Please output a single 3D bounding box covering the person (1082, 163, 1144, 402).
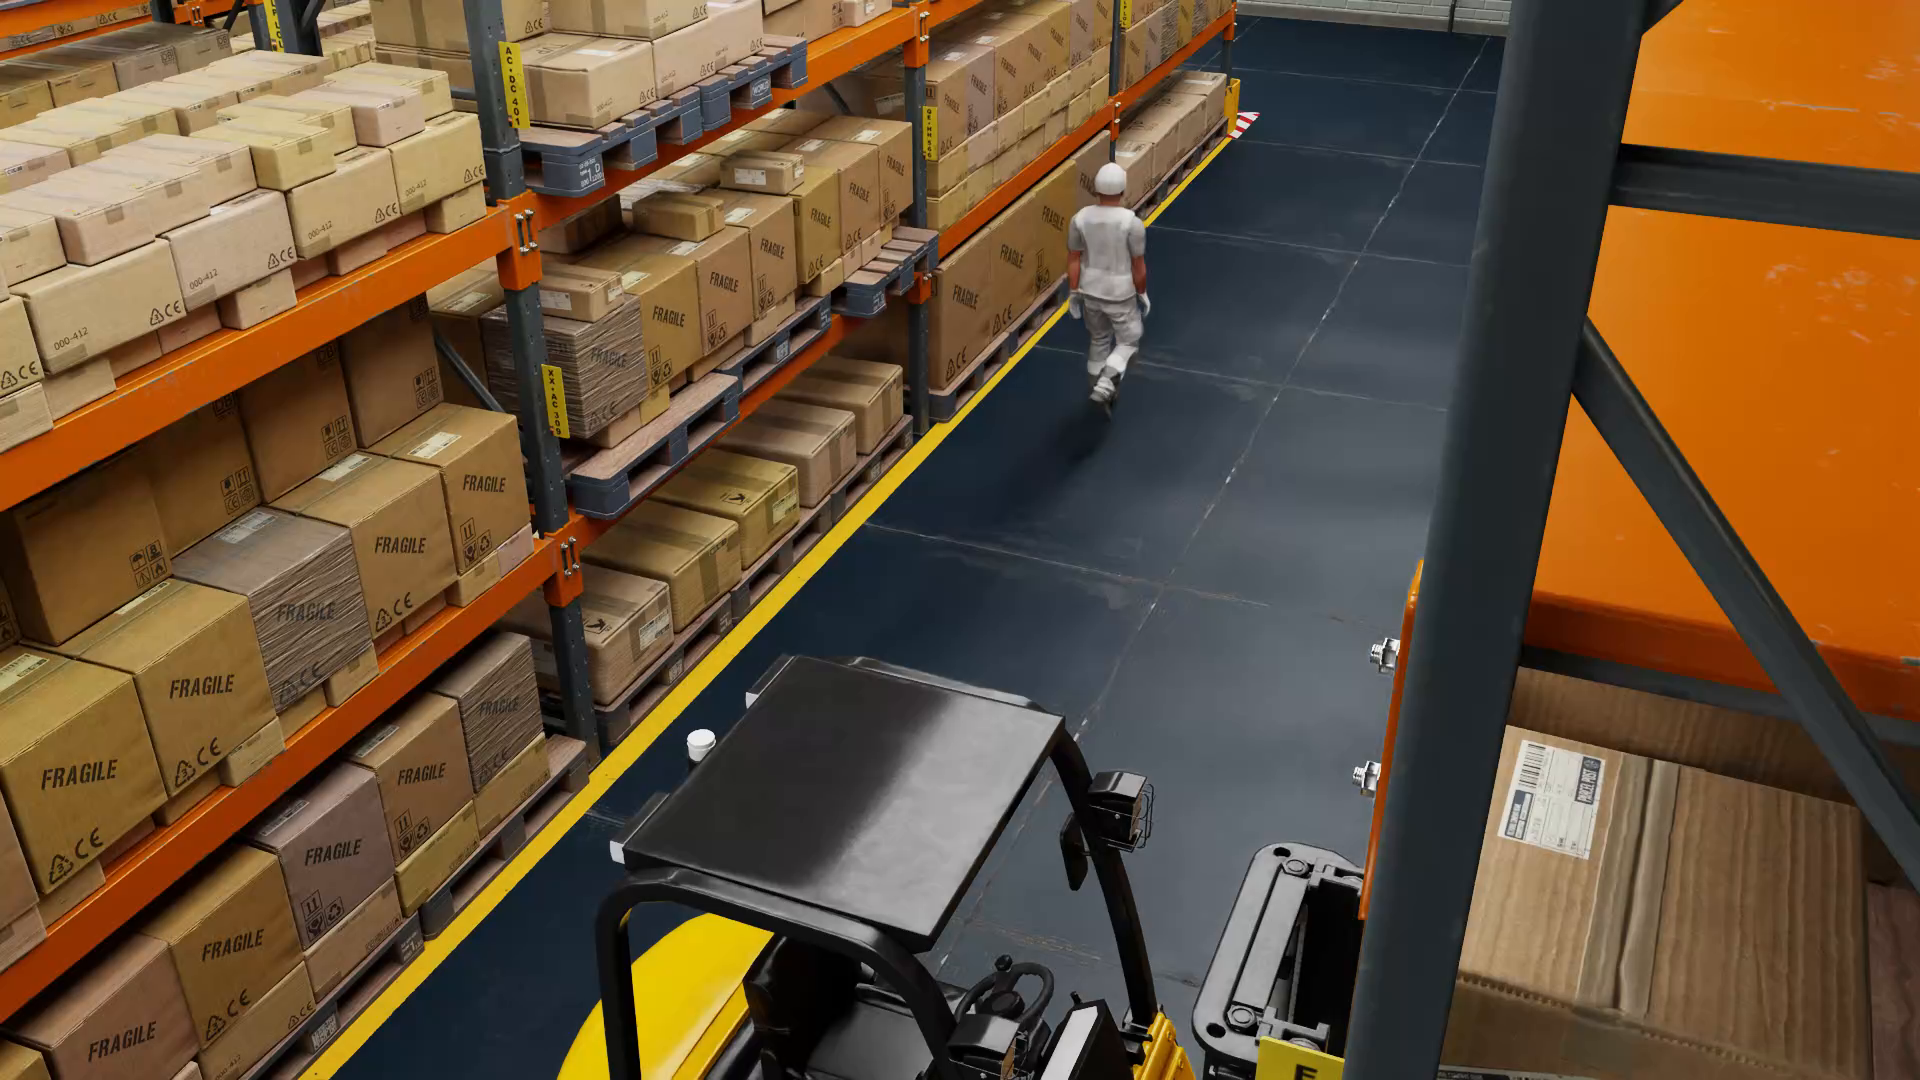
[{"bbox_3d":[-16.388,4.088,0.833,20.496,1.789,37.139,14,32,24],"label":"person"}]
